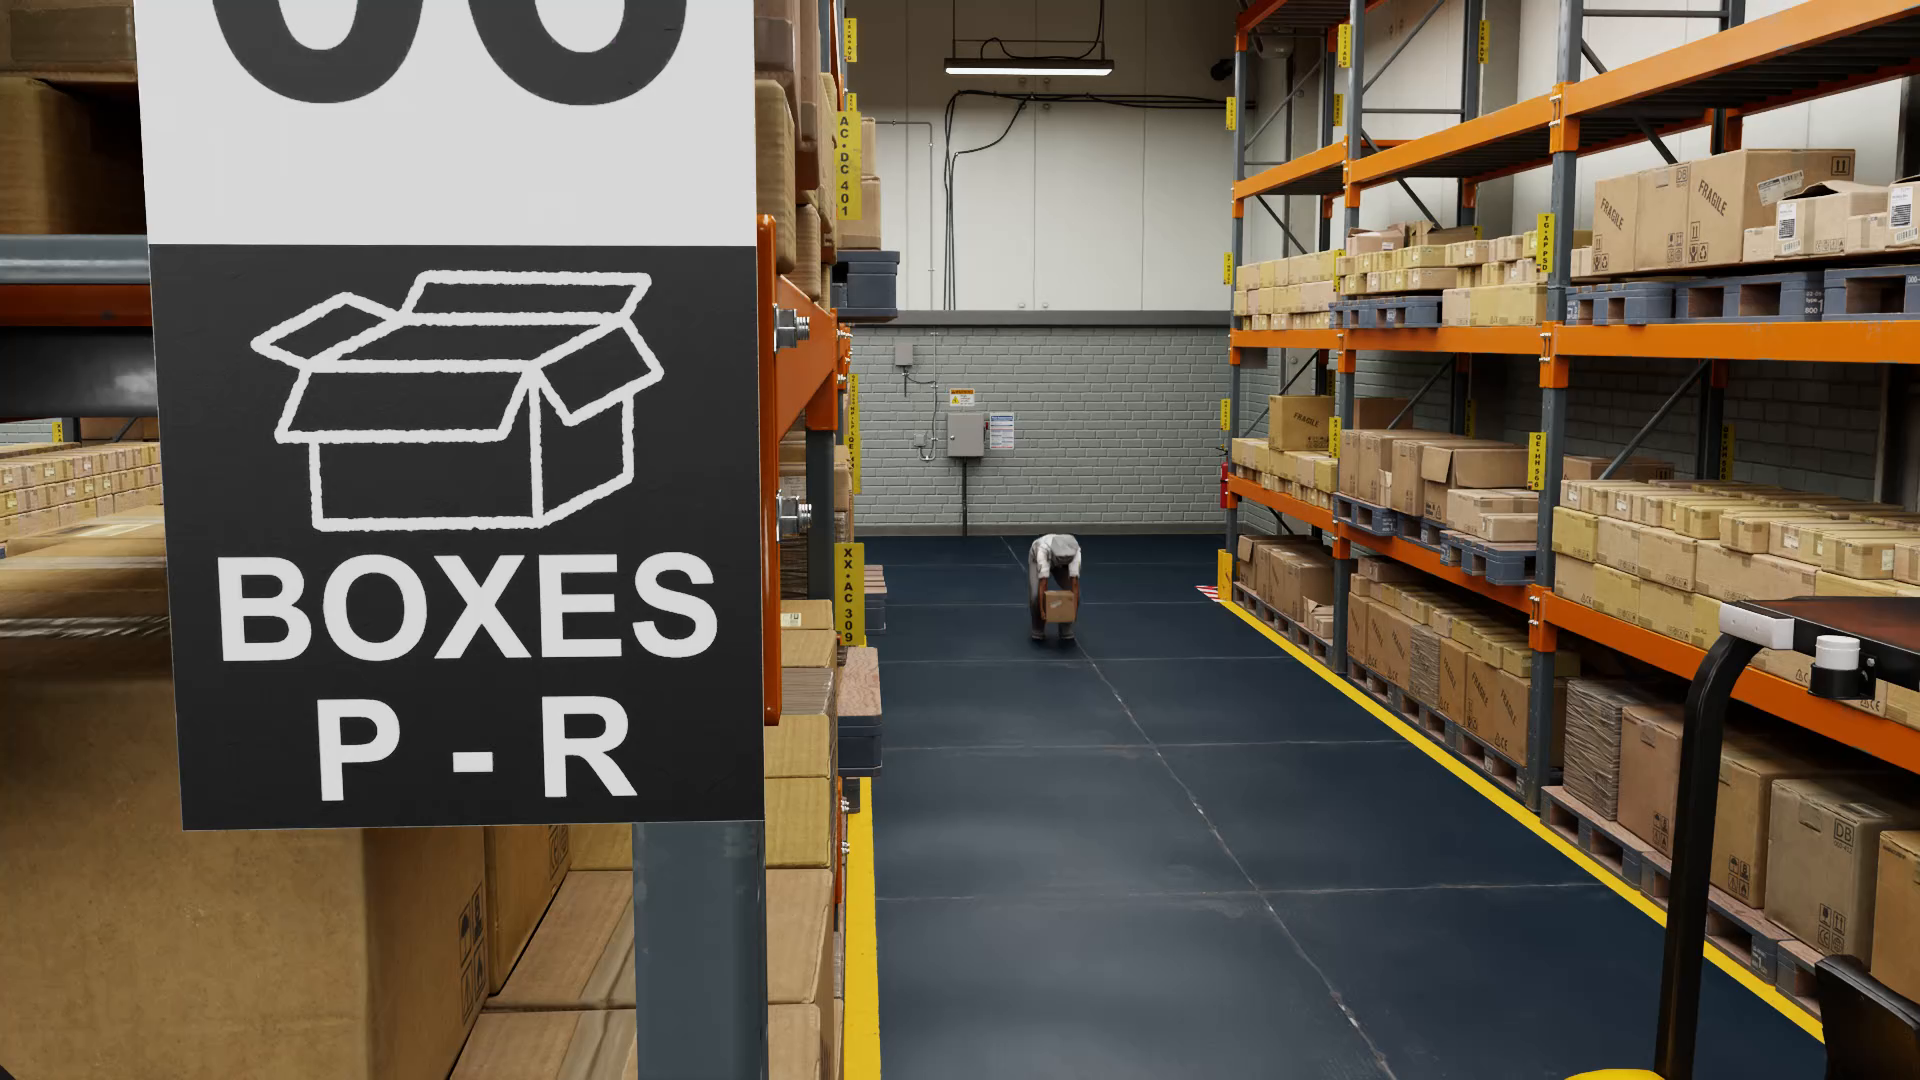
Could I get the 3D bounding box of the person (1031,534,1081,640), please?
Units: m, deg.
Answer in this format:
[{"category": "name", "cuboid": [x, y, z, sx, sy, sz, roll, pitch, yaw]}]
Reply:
[{"category": "person", "cuboid": [0.877, 0.425, 14.965, 0.407, 1.015, 0.800, -1, 7, -6]}]
